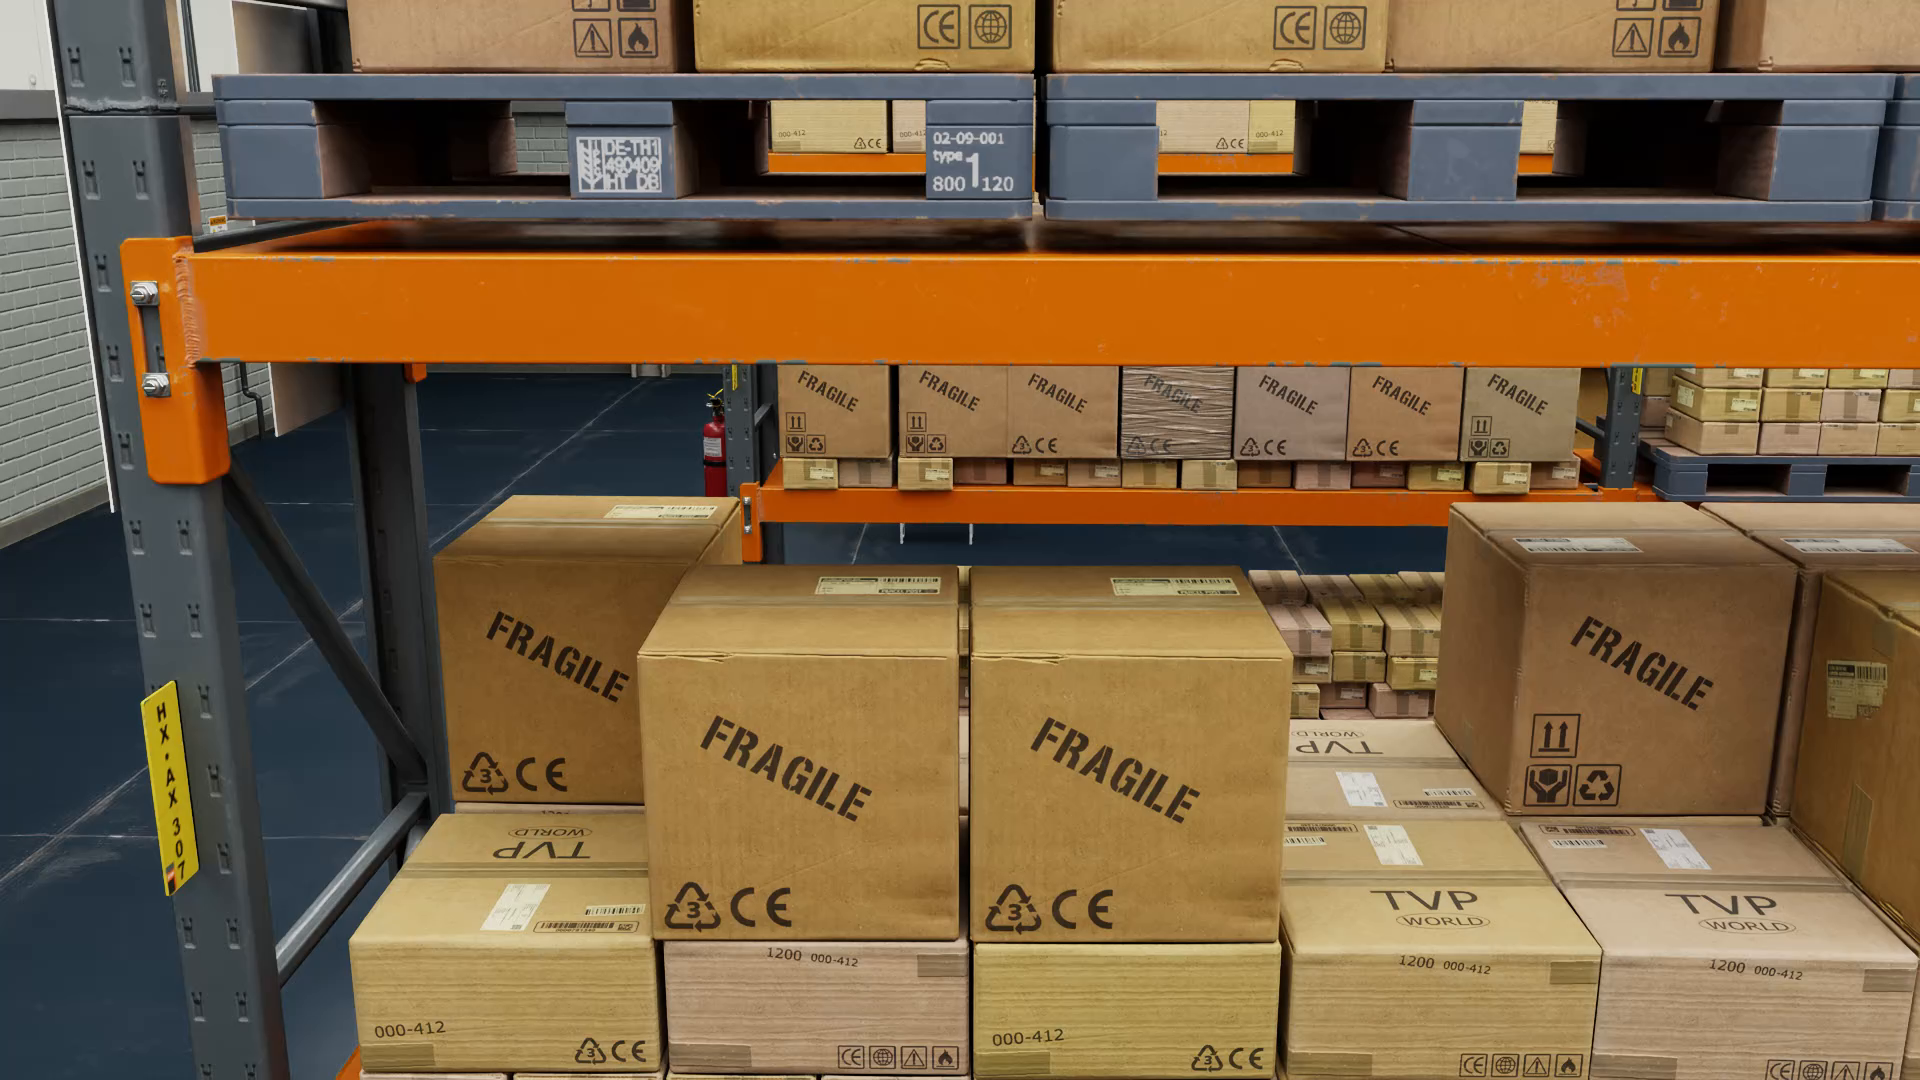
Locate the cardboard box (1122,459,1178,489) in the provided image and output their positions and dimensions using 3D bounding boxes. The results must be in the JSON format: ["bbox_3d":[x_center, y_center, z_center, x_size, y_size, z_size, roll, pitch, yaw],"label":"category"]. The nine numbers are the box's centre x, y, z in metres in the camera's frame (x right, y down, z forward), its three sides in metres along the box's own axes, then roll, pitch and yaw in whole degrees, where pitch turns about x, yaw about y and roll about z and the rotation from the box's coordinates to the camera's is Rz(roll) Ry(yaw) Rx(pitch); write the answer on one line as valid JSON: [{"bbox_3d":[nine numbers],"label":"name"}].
[{"bbox_3d":[0.879,-0.353,7.789,0.250,0.149,0.380,1,15,3],"label":"cardboard box"}]

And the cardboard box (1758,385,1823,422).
[{"bbox_3d":[3.643,-0.635,7.454,0.250,0.149,0.380,0,15,0],"label":"cardboard box"}]

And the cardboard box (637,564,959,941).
[{"bbox_3d":[-0.252,0.349,2.879,0.500,0.500,0.500,0,15,0],"label":"cardboard box"}]

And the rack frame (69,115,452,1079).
[{"bbox_3d":[-1.225,0.707,3.279,0.127,3.000,1.000,0,15,1],"label":"rack frame"}]

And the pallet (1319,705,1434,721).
[{"bbox_3d":[2.330,0.822,8.310,1.213,0.211,1.003,0,15,1],"label":"pallet"}]

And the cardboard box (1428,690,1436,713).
[{"bbox_3d":[2.344,0.706,8.050,0.250,0.149,0.380,1,15,3],"label":"cardboard box"}]

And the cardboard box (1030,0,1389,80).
[{"bbox_3d":[0.374,-1.028,2.760,0.500,0.500,0.700,-1,15,-2],"label":"cardboard box"}]

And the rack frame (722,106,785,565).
[{"bbox_3d":[-0.997,-0.557,8.071,0.127,3.000,1.000,0,15,1],"label":"rack frame"}]

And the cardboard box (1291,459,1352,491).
[{"bbox_3d":[1.655,-0.344,7.758,0.250,0.149,0.380,0,15,-1],"label":"cardboard box"}]

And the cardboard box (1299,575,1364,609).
[{"bbox_3d":[1.874,0.300,8.422,0.250,0.149,0.380,0,15,0],"label":"cardboard box"}]

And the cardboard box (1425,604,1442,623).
[{"bbox_3d":[2.383,0.429,7.931,0.250,0.149,0.380,1,15,2],"label":"cardboard box"}]

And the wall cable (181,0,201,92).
[{"bbox_3d":[-6.534,-5.606,15.375,0.133,3.039,2.988,0,15,1],"label":"wall cable"}]

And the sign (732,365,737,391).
[{"bbox_3d":[-1.011,-0.837,7.436,0.005,0.325,0.100,0,15,1],"label":"sign"}]

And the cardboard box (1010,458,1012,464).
[{"bbox_3d":[0.353,-0.491,8.315,0.250,0.149,0.380,0,15,-1],"label":"cardboard box"}]

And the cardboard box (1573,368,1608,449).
[{"bbox_3d":[4.552,-0.982,13.024,0.875,0.875,0.875,1,15,3],"label":"cardboard box"}]

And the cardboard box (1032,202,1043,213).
[{"bbox_3d":[0.533,-2.273,12.419,0.500,0.500,0.500,0,15,1],"label":"cardboard box"}]

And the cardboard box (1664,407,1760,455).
[{"bbox_3d":[3.384,-0.493,7.496,0.250,0.149,0.380,0,15,-1],"label":"cardboard box"}]

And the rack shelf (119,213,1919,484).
[{"bbox_3d":[0.775,-0.382,2.939,4.000,0.370,1.077,0,15,1],"label":"rack shelf"}]

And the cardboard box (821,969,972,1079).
[{"bbox_3d":[-0.105,0.920,2.967,0.250,0.149,0.380,0,15,1],"label":"cardboard box"}]

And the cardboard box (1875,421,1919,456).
[{"bbox_3d":[4.162,-0.488,7.478,0.250,0.149,0.380,1,15,2],"label":"cardboard box"}]

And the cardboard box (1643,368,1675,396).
[{"bbox_3d":[3.405,-0.804,8.093,0.250,0.149,0.380,1,15,3],"label":"cardboard box"}]

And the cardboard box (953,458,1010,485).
[{"bbox_3d":[0.104,-0.376,7.879,0.250,0.149,0.380,1,15,4],"label":"cardboard box"}]

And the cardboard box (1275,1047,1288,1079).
[{"bbox_3d":[0.660,0.925,2.946,0.250,0.149,0.380,0,15,0],"label":"cardboard box"}]

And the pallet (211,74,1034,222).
[{"bbox_3d":[-0.483,-0.698,2.899,1.213,0.211,1.003,0,15,1],"label":"pallet"}]

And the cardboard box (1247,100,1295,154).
[{"bbox_3d":[1.498,-1.852,7.395,0.500,0.250,0.500,0,15,1],"label":"cardboard box"}]

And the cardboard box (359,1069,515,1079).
[{"bbox_3d":[-0.878,0.915,2.983,0.250,0.149,0.380,1,15,2],"label":"cardboard box"}]

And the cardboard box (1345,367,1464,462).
[{"bbox_3d":[1.992,-0.658,7.674,0.500,0.500,0.500,0,15,0],"label":"cardboard box"}]

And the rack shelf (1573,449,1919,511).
[{"bbox_3d":[5.001,-0.170,8.014,4.000,0.370,1.077,0,15,1],"label":"rack shelf"}]

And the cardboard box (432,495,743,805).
[{"bbox_3d":[-0.731,0.210,3.406,0.500,0.500,0.500,1,15,2],"label":"cardboard box"}]

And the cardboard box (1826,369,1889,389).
[{"bbox_3d":[3.919,-0.778,7.410,0.250,0.149,0.380,1,15,2],"label":"cardboard box"}]

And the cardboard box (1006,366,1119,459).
[{"bbox_3d":[0.470,-0.672,7.729,0.500,0.500,0.500,1,15,2],"label":"cardboard box"}]

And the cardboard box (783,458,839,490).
[{"bbox_3d":[-0.681,-0.350,7.778,0.250,0.149,0.380,0,15,1],"label":"cardboard box"}]

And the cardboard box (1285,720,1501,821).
[{"bbox_3d":[0.803,0.581,3.470,0.500,0.250,0.500,0,15,2],"label":"cardboard box"}]

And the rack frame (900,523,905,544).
[{"bbox_3d":[-0.409,-0.583,11.697,0.015,1.200,0.240,0,15,1],"label":"rack frame"}]

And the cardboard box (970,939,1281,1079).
[{"bbox_3d":[0.270,0.714,2.965,0.500,0.250,0.500,0,15,0],"label":"cardboard box"}]

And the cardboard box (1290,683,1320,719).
[{"bbox_3d":[1.566,0.722,7.988,0.250,0.149,0.380,0,15,1],"label":"cardboard box"}]

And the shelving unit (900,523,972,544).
[{"bbox_3d":[-0.165,-0.581,11.691,0.503,1.200,0.258,0,15,1],"label":"shelving unit"}]

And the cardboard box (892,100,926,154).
[{"bbox_3d":[-0.028,-1.862,7.432,0.500,0.250,0.500,1,15,3],"label":"cardboard box"}]

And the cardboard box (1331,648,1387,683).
[{"bbox_3d":[1.892,0.557,8.030,0.250,0.149,0.380,1,15,2],"label":"cardboard box"}]

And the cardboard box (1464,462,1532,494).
[{"bbox_3d":[2.450,-0.325,7.686,0.250,0.149,0.380,0,15,0],"label":"cardboard box"}]

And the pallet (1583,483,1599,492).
[{"bbox_3d":[5.023,-0.452,13.141,1.213,0.211,1.003,0,15,1],"label":"pallet"}]

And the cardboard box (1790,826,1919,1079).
[{"bbox_3d":[1.809,0.723,2.929,0.500,0.250,0.500,1,15,3],"label":"cardboard box"}]

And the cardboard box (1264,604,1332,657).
[{"bbox_3d":[1.604,0.430,7.930,0.250,0.149,0.380,0,15,-1],"label":"cardboard box"}]
